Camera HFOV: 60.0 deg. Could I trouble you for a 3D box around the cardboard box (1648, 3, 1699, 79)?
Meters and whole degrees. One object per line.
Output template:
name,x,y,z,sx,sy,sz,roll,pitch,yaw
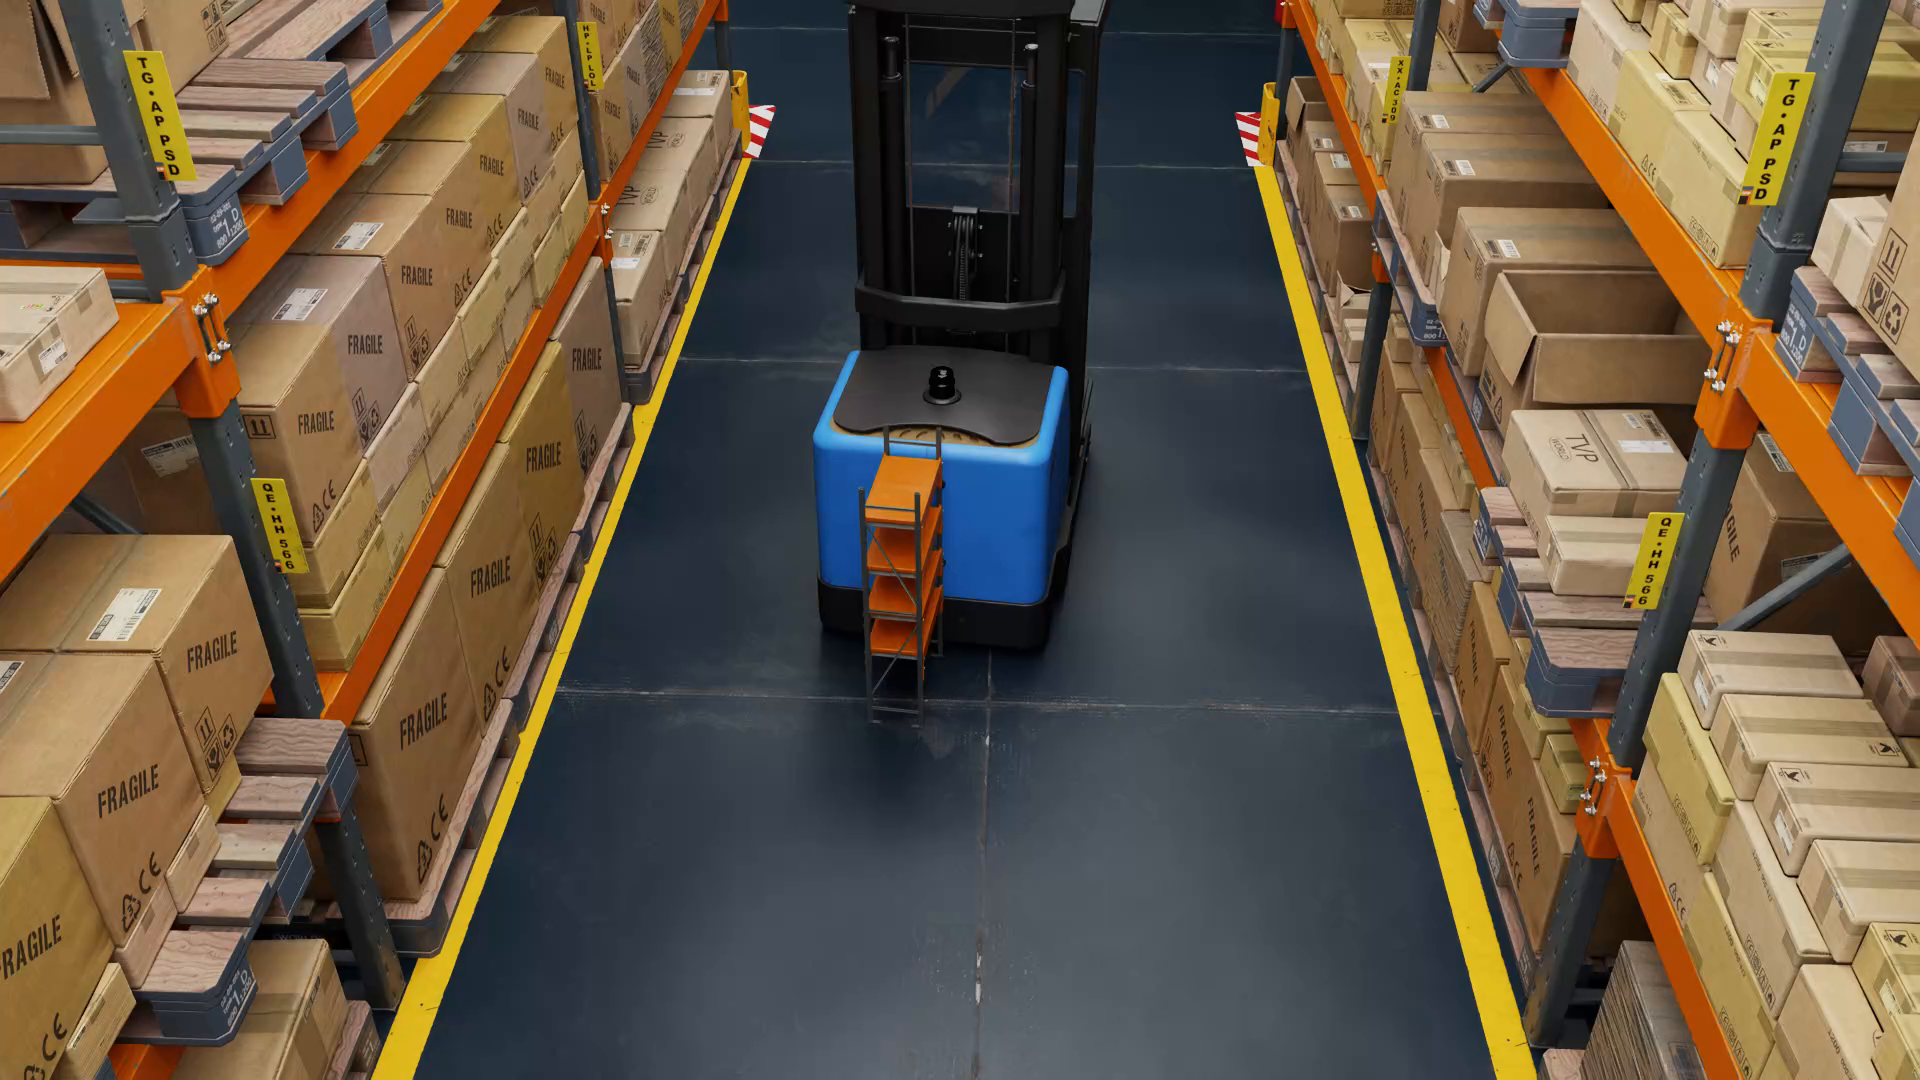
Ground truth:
cardboard box,2.276,-1.472,4.910,0.380,0.149,0.250,1,35,2

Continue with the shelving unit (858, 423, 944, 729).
shelving unit,-0.235,0.162,6.976,0.258,1.200,0.503,5,35,7

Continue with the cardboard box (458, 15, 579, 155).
cardboard box,-2.096,-2.089,7.657,0.500,0.500,0.500,2,35,3

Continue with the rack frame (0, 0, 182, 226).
rack frame,-2.490,-2.058,3.352,1.000,3.000,0.127,1,35,2

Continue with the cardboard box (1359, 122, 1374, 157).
cardboard box,2.366,-2.175,8.955,0.380,0.149,0.250,2,35,3

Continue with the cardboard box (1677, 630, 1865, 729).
cardboard box,2.163,0.379,4.451,0.380,0.149,0.250,2,35,3

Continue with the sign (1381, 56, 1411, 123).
sign,2.088,-2.151,7.950,0.100,0.325,0.005,1,35,2

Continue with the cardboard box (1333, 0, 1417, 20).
cardboard box,2.444,-3.338,9.611,0.500,0.500,0.500,2,35,3

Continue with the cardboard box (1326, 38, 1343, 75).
cardboard box,2.413,-2.911,10.002,0.380,0.149,0.250,2,35,3

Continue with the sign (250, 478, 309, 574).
sign,-1.947,-0.038,4.757,0.100,0.325,0.005,1,35,2

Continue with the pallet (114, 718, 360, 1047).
pallet,-2.412,0.887,4.546,1.213,0.211,1.003,1,35,2

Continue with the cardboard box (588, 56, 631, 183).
cardboard box,-2.049,-2.206,8.693,0.500,0.500,0.500,2,35,3

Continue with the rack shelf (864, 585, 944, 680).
rack shelf,-0.235,0.379,7.129,0.258,0.148,0.480,5,35,7

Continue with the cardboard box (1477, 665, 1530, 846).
cardboard box,2.303,0.825,6.276,0.500,0.500,0.500,1,35,1

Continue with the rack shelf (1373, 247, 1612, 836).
rack shelf,2.550,-0.346,6.759,1.077,0.370,4.000,1,35,2

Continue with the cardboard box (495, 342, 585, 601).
cardboard box,-2.302,-0.327,7.589,0.875,0.875,0.875,2,35,3

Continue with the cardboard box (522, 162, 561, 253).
cardboard box,-2.116,-1.498,7.469,0.500,0.250,0.500,2,35,3

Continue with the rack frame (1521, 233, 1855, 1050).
rack frame,2.470,0.509,4.917,1.000,3.000,0.127,1,35,2

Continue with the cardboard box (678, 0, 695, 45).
cardboard box,-1.969,-3.374,10.355,0.500,0.500,0.500,2,35,3

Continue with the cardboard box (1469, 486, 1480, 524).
cardboard box,2.379,-0.096,7.023,0.380,0.149,0.250,1,35,2

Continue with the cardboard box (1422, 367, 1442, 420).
cardboard box,2.418,-0.695,7.875,0.380,0.149,0.250,0,35,-1

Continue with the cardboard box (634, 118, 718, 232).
cardboard box,-2.123,-2.416,10.942,0.875,0.438,0.875,2,35,3

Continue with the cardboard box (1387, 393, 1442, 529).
cardboard box,2.375,-0.359,7.961,0.500,0.500,0.500,1,35,1

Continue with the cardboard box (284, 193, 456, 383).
cardboard box,-2.179,-0.913,5.984,0.500,0.500,0.500,2,35,3

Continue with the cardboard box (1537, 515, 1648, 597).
cardboard box,2.113,0.054,5.418,0.380,0.149,0.250,2,35,3

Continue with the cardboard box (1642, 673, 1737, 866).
cardboard box,2.183,0.615,4.462,0.500,0.250,0.500,1,35,2

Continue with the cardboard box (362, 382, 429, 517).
cardboard box,-2.201,-0.329,5.805,0.500,0.250,0.500,2,35,3

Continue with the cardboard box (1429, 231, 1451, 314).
cardboard box,2.192,-1.117,6.982,0.396,0.266,0.258,3,35,4

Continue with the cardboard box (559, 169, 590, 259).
cardboard box,-2.095,-1.577,8.015,0.500,0.250,0.500,1,35,1

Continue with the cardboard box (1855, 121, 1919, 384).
cardboard box,2.198,-0.561,3.292,0.500,0.500,0.500,2,35,2

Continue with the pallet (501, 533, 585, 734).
pallet,-2.331,0.387,7.516,1.003,0.211,1.213,1,35,2

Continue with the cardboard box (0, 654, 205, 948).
cardboard box,-2.240,0.627,4.038,0.500,0.500,0.500,1,35,1

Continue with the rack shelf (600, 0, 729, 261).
rack shelf,-2.249,-2.756,10.189,1.077,0.370,4.000,1,35,2

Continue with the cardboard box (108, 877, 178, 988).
cardboard box,-2.190,0.967,4.118,0.380,0.149,0.250,0,35,0

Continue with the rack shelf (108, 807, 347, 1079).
rack shelf,-2.570,1.840,3.649,1.077,0.370,4.000,1,35,2

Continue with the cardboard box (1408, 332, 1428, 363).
cardboard box,2.388,-0.975,8.014,0.380,0.149,0.250,0,35,0

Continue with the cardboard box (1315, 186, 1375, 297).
cardboard box,2.557,-1.800,10.012,0.700,0.500,0.500,0,35,0

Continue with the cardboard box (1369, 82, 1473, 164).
cardboard box,2.408,-2.148,8.569,0.500,0.250,0.500,2,35,3

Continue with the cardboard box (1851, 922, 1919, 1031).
cardboard box,2.191,0.976,3.601,0.380,0.149,0.250,2,35,2

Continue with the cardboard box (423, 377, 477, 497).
cardboard box,-2.189,-0.414,6.361,0.500,0.250,0.500,2,35,3

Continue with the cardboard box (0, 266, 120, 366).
cardboard box,-2.292,-0.542,4.022,0.380,0.149,0.250,1,35,2

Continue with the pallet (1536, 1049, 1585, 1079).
pallet,2.398,2.122,5.047,1.003,0.211,1.213,1,35,2

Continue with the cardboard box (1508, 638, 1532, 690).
cardboard box,2.272,0.497,6.178,0.380,0.149,0.250,0,35,0

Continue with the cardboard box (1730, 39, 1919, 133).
cardboard box,2.188,-1.146,4.188,0.380,0.149,0.250,2,35,3

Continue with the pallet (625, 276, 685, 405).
pallet,-2.220,-1.196,9.768,1.003,0.211,1.213,1,35,2

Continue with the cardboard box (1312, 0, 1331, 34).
cardboard box,2.467,-3.312,10.226,0.500,0.250,0.500,1,35,1

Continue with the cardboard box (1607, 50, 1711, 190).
cardboard box,2.268,-1.246,4.936,0.500,0.250,0.500,1,35,2

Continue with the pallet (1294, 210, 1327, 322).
pallet,2.706,-1.745,10.550,1.003,0.211,1.213,1,35,2

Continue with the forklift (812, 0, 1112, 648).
forklift,0.099,-1.554,7.912,1.130,2.935,3.031,5,35,7

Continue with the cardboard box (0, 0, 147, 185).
cardboard box,-2.625,-1.265,4.377,0.797,0.503,0.637,-1,35,-1

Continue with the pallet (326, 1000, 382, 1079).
pallet,-2.523,1.986,5.240,1.003,0.211,1.213,1,35,2
